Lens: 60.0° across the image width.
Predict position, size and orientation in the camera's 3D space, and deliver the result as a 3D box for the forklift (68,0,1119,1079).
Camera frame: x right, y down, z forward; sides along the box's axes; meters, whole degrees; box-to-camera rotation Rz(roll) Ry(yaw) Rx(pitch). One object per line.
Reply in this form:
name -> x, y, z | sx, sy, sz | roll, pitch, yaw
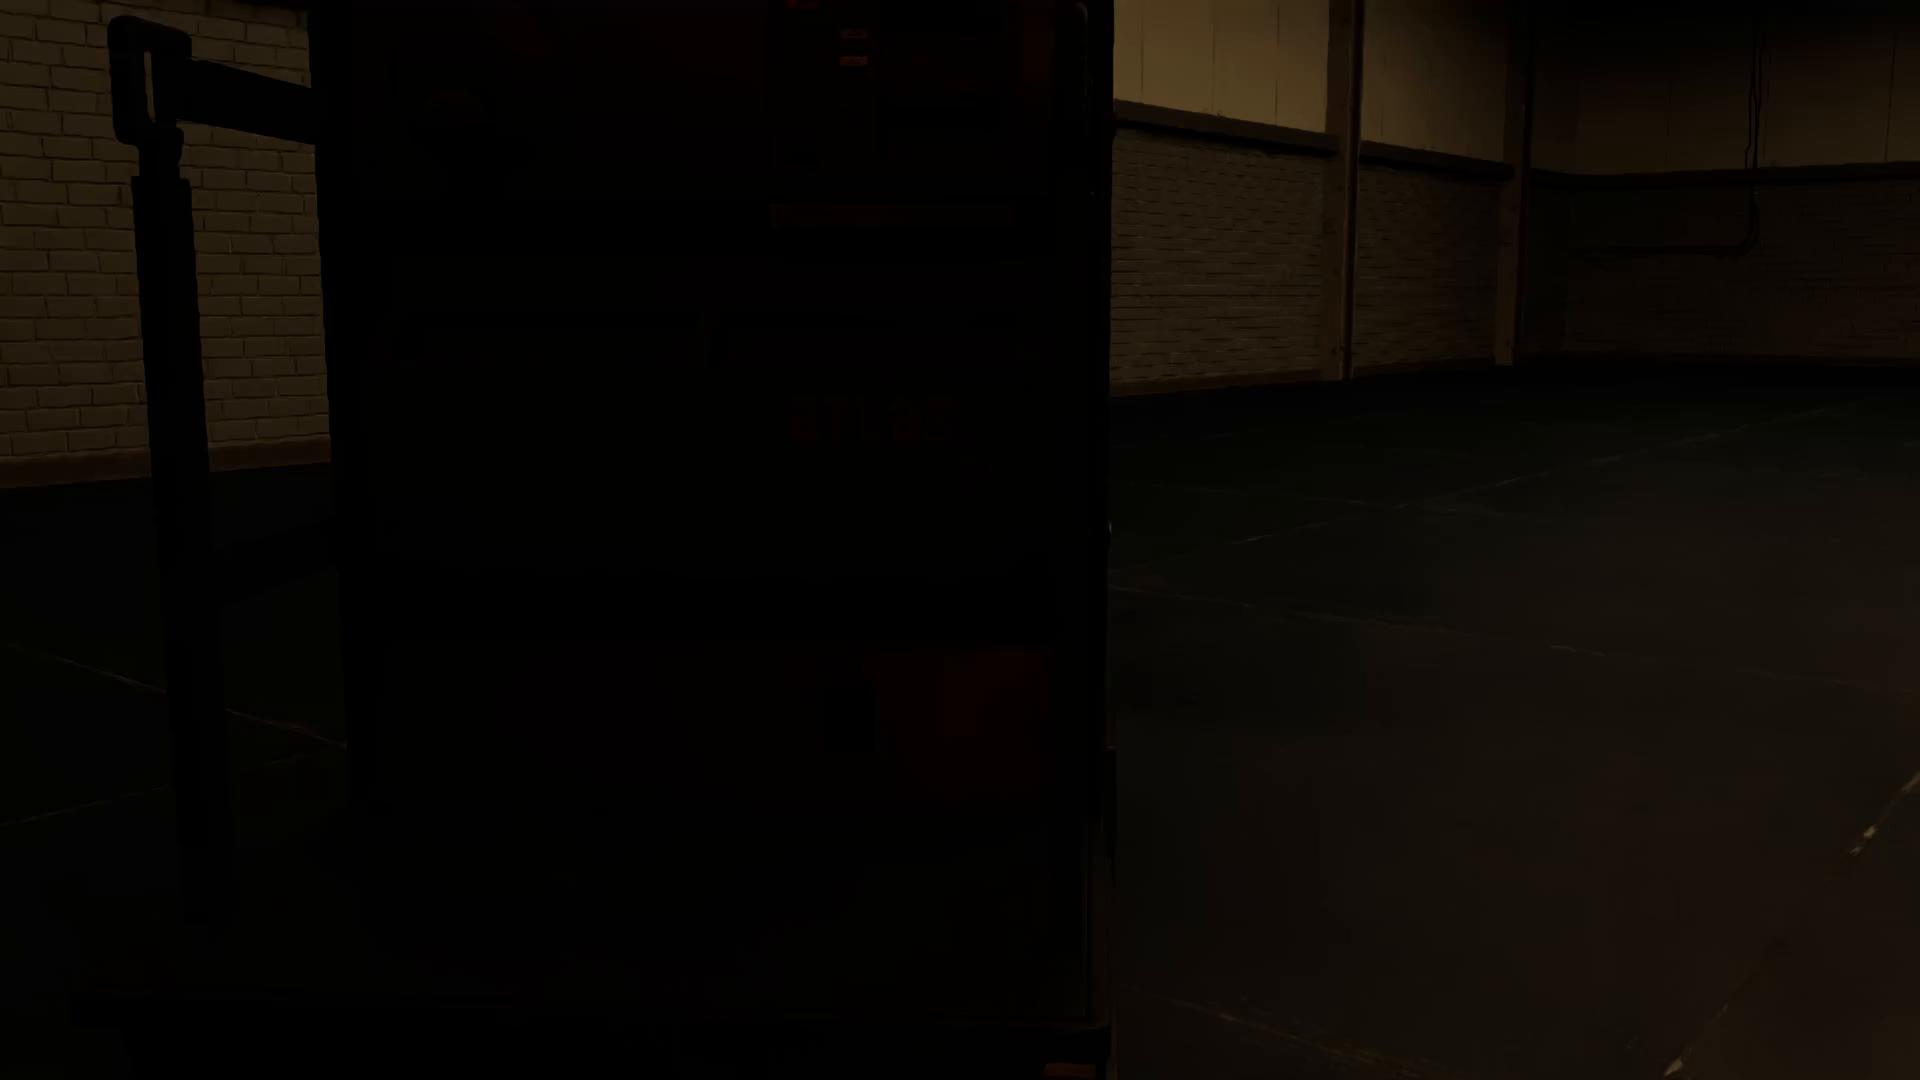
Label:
forklift -> -0.355, -0.689, 1.990 | 1.130, 2.935, 3.031 | 1, 8, 5
